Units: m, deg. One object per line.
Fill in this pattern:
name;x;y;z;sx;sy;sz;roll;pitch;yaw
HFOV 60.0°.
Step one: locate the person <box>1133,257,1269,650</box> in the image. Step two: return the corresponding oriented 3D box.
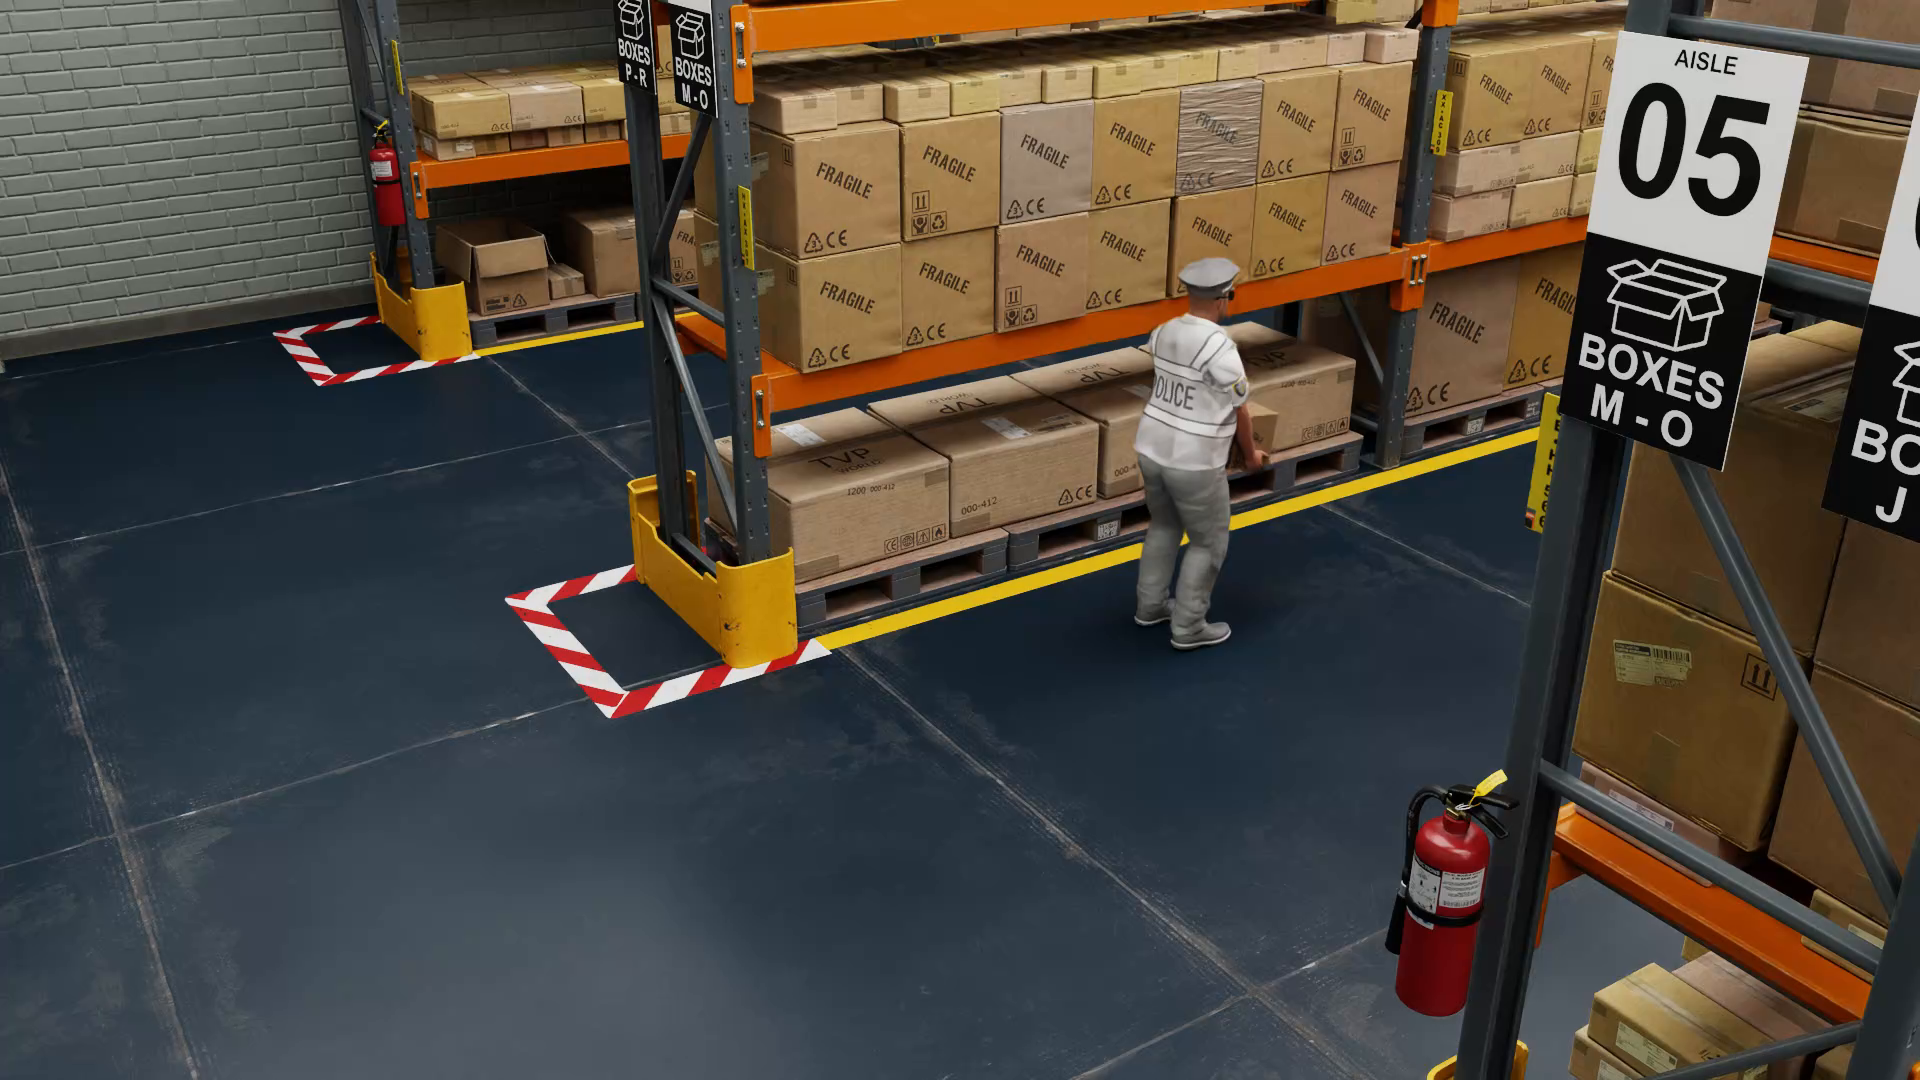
person;1.065;-0.389;7.443;0.589;1.753;0.486;-16;29;-31
